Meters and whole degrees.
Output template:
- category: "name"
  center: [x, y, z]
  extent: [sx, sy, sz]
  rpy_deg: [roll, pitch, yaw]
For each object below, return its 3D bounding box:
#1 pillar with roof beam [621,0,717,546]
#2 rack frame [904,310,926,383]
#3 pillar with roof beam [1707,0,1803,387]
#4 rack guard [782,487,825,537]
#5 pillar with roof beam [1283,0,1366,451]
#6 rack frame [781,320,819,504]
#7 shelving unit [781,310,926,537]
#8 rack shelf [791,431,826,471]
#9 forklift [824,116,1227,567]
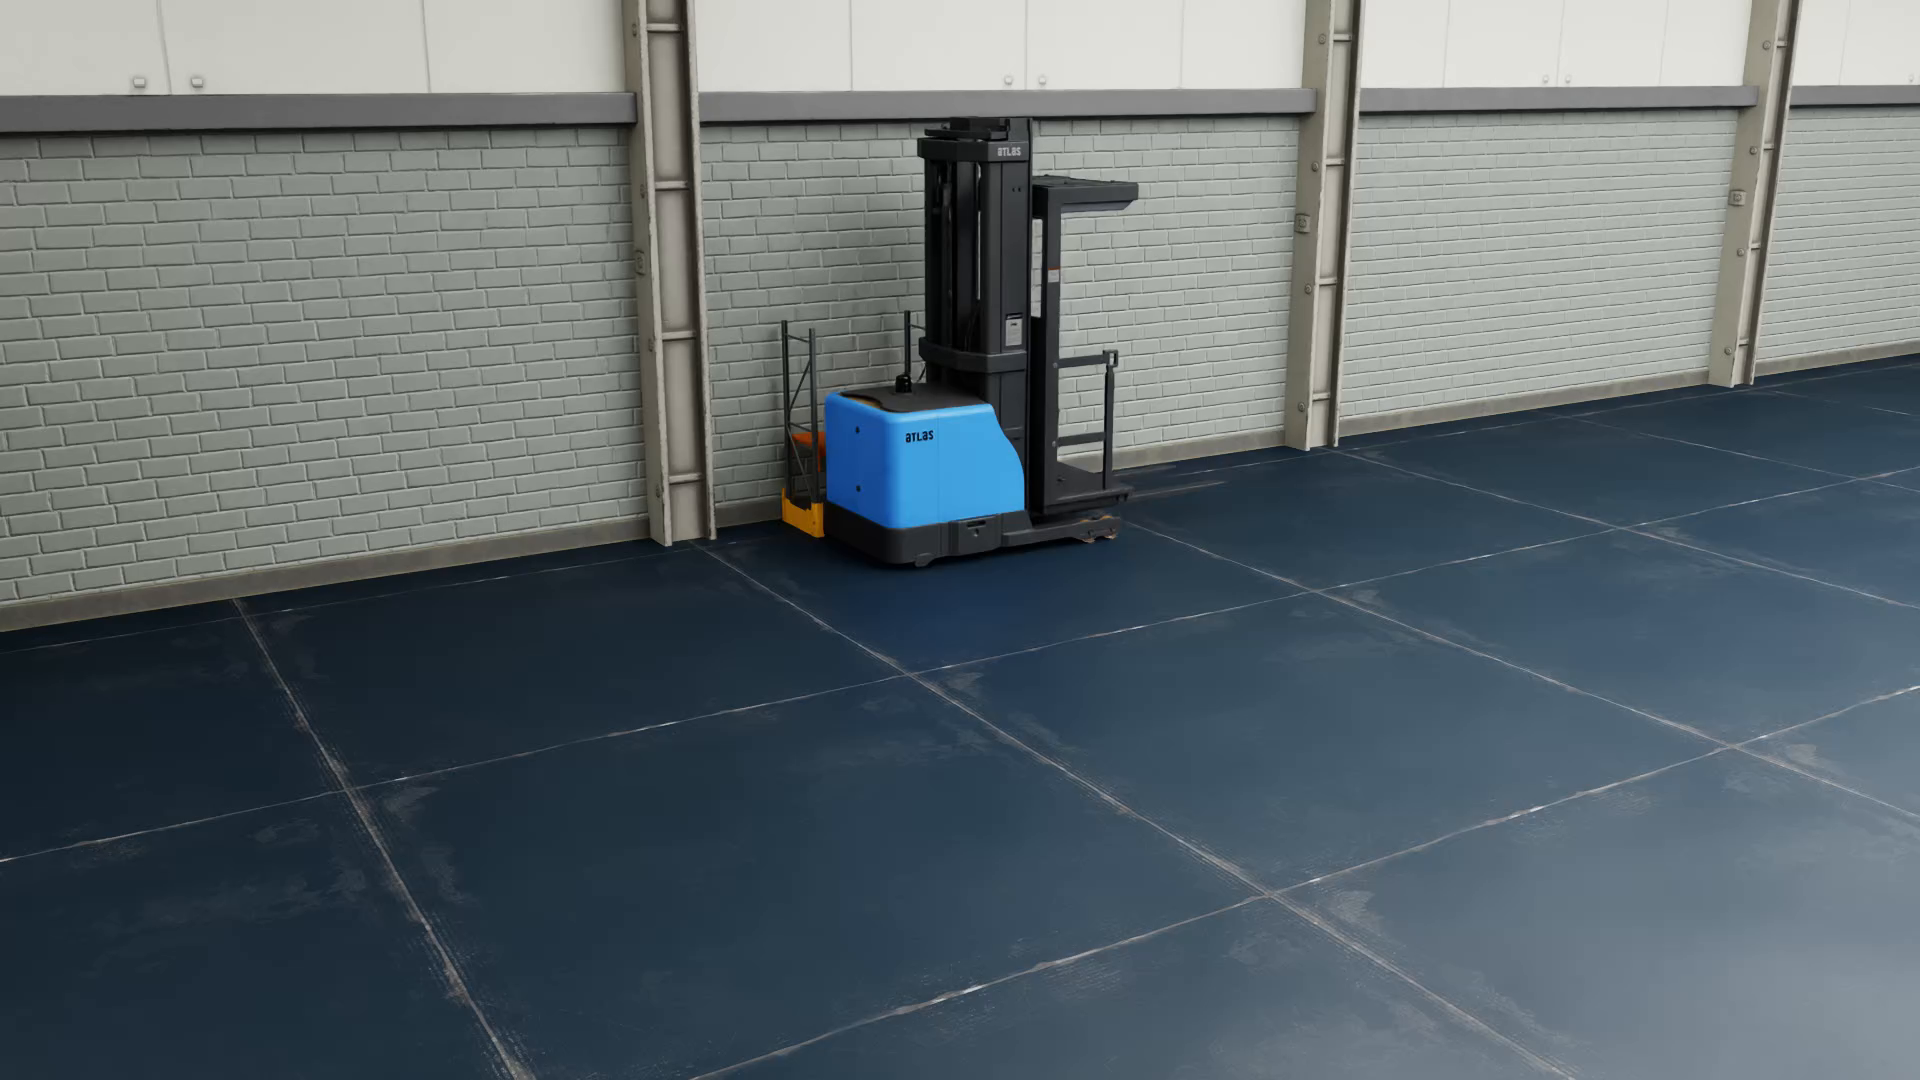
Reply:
- category: "pillar with roof beam"
  center: [0.222, -3.355, 7.206]
  extent: [0.400, 9.000, 9.100]
  rpy_deg: [-9, 18, -30]
- category: "rack frame"
  center: [-0.279, -0.953, 12.530]
  extent: [0.032, 1.500, 0.500]
  rpy_deg: [-9, 18, -30]
- category: "pillar with roof beam"
  center: [10.508, -5.023, 13.157]
  extent: [0.400, 9.000, 9.100]
  rpy_deg: [-9, 18, -30]
- category: "rack guard"
  center: [-1.151, -0.210, 12.196]
  extent: [0.087, 0.250, 0.587]
  rpy_deg: [-9, 18, -30]
- category: "pillar with roof beam"
  center: [5.365, -4.189, 10.181]
  extent: [0.400, 9.000, 9.100]
  rpy_deg: [-9, 18, -30]
- category: "rack frame"
  center: [-1.152, -0.812, 12.027]
  extent: [0.032, 1.500, 0.500]
  rpy_deg: [-9, 18, -30]
- category: "shelving unit"
  center: [-0.723, -0.881, 12.274]
  extent: [1.083, 1.500, 0.587]
  rpy_deg: [-9, 18, -30]
- category: "rack shelf"
  center: [-0.716, -0.709, 12.327]
  extent: [1.000, 0.185, 0.538]
  rpy_deg: [-9, 18, -30]
- category: "forklift"
  center: [0.567, -1.504, 11.846]
  extent: [3.031, 2.935, 1.130]
  rpy_deg: [-9, 18, -30]
